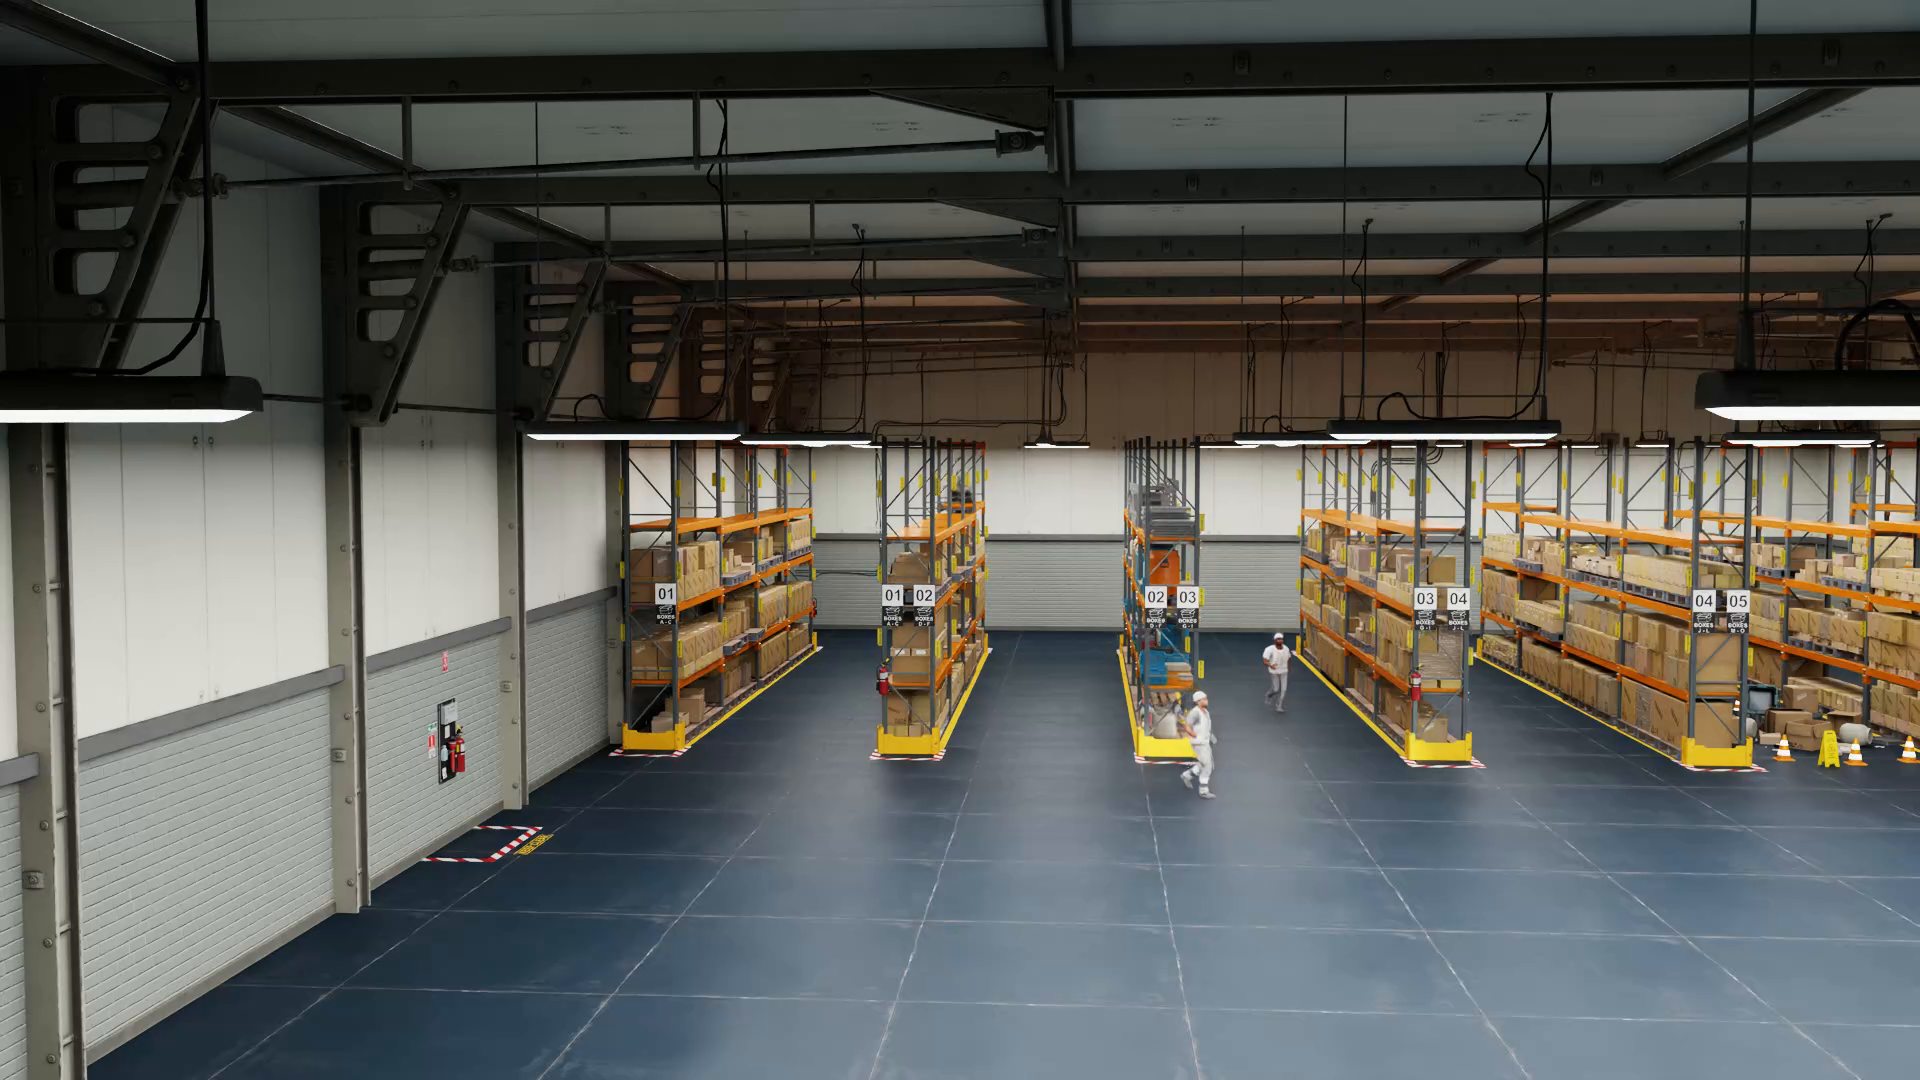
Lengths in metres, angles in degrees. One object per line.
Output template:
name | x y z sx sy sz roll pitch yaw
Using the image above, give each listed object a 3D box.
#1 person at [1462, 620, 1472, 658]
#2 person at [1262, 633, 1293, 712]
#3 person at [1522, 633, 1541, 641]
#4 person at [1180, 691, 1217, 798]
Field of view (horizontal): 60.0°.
person | 12.964 2.578 43.155 0.657 1.672 0.609 0 3 6
person | 6.986 2.902 36.575 0.699 1.723 0.656 -1 3 -14
person | 16.336 2.364 47.357 0.780 1.639 0.581 0 3 7
person | 3.920 3.372 27.520 0.666 1.755 0.668 2 4 31
